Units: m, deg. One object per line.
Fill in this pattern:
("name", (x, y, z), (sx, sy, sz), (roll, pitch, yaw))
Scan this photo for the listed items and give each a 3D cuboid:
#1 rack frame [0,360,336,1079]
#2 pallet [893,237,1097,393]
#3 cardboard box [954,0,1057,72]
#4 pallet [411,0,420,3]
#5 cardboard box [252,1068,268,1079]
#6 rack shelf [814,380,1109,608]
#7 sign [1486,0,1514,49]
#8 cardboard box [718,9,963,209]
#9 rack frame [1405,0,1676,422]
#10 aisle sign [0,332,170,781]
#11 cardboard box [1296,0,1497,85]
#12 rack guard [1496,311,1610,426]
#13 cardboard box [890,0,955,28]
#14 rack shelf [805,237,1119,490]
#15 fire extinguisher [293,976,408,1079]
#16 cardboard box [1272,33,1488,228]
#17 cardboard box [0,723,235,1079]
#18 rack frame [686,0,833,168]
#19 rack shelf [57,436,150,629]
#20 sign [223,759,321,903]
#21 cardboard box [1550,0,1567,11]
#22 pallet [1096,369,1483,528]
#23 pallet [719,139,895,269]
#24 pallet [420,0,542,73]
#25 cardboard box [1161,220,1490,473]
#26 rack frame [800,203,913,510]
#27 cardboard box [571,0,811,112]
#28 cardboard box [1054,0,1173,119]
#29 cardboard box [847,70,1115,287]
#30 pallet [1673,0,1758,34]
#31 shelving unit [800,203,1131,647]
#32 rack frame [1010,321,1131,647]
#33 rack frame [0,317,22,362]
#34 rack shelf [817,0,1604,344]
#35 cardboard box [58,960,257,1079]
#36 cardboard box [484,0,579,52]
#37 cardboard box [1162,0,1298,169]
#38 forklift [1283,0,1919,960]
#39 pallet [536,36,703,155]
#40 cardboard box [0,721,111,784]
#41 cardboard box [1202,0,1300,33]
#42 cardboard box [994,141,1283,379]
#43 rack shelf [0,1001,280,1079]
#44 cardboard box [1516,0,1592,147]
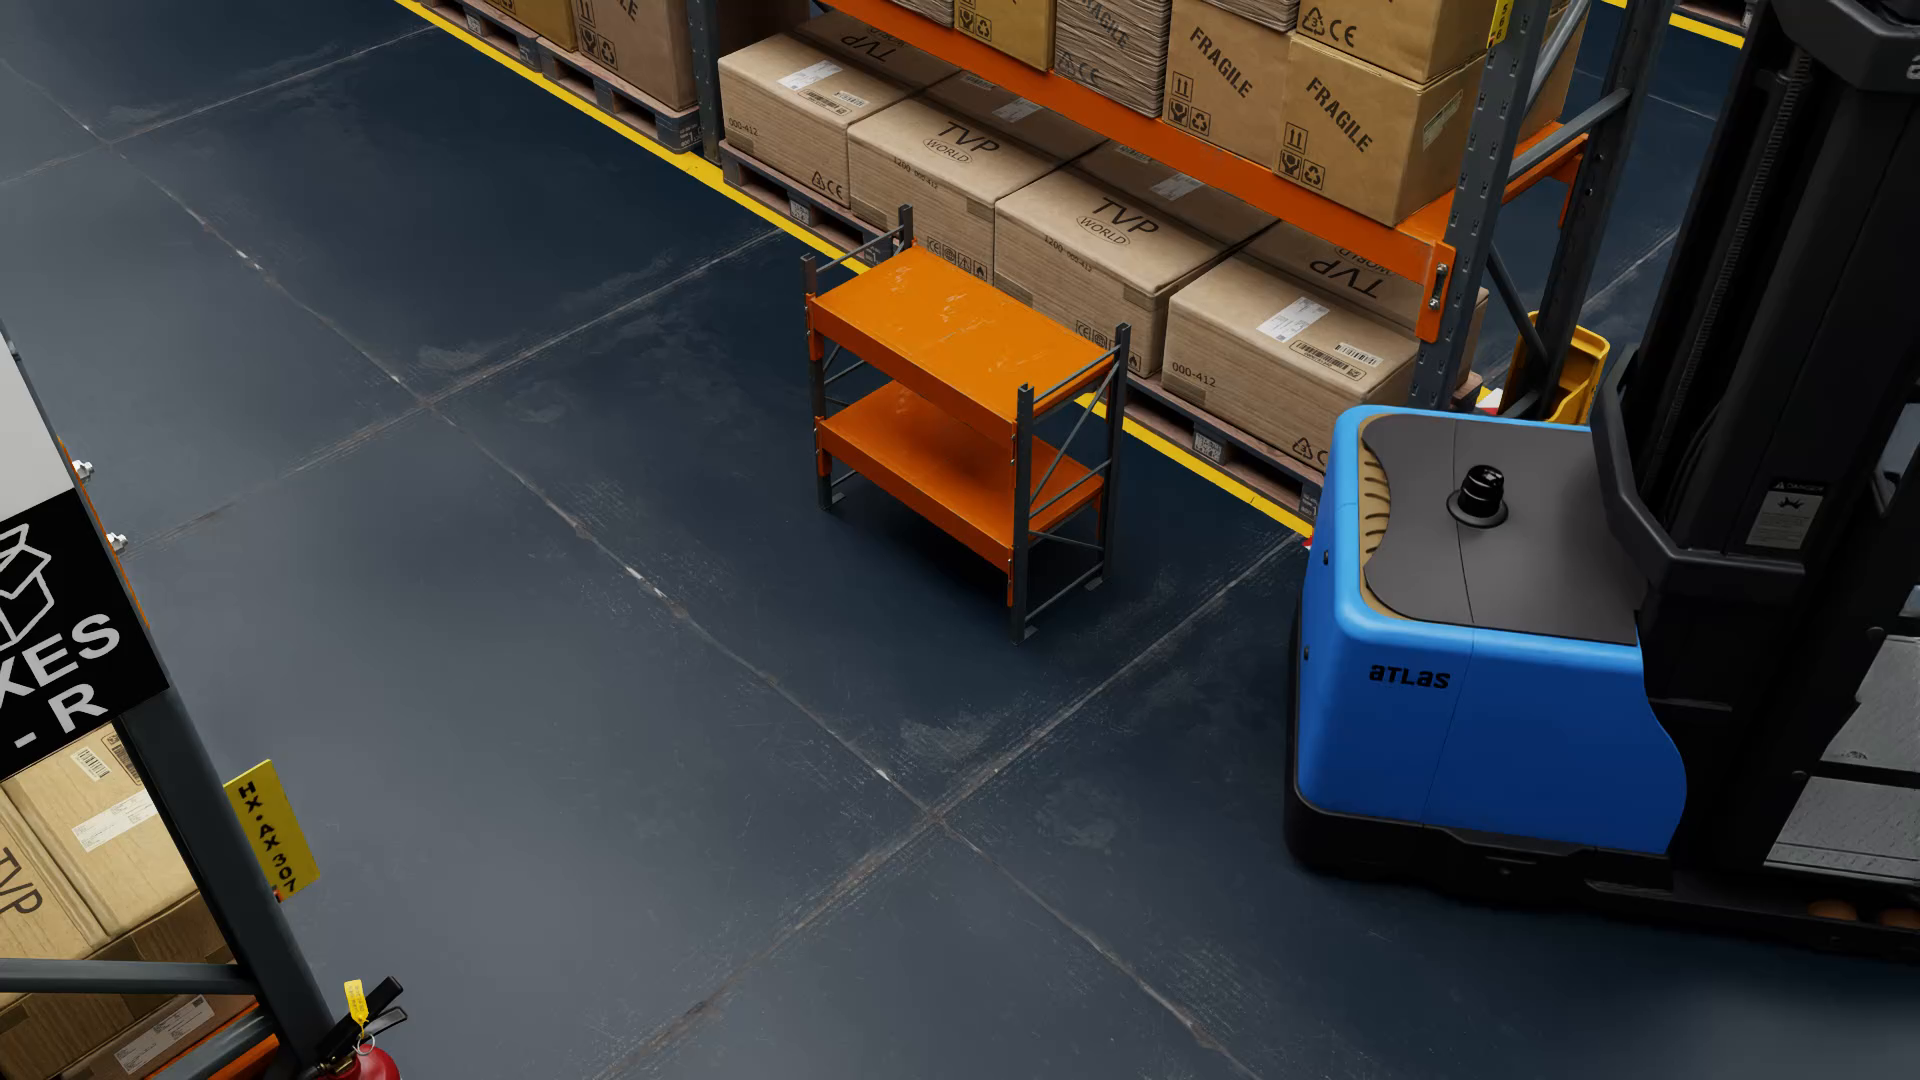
("rack frame", (-1.569, 1.086, 2.865), (1.000, 3.000, 0.127), (-34, 53, -31))
("pallet", (0.466, -1.204, 7.397), (1.003, 0.211, 1.213), (-34, 53, -31))
("cardboard box", (0.327, -2.169, 6.314), (0.500, 0.500, 0.500), (-33, 52, -30))
("pallet", (-3.203, -3.700, 10.098), (1.003, 0.211, 1.213), (-34, 53, -31))
("cardboard box", (-1.933, 1.509, 3.937), (0.637, 0.503, 0.797), (32, 52, 30))
("rack shelf", (0.005, -0.230, 6.031), (0.538, 0.278, 1.000), (-34, 53, -31))
("sign", (1.549, -1.554, 4.694), (0.100, 0.325, 0.005), (-34, 53, -31))
("cardboard box", (-0.514, -2.077, 7.866), (0.875, 0.438, 0.875), (33, 52, 31))
("rack frame", (1.943, -1.295, 5.441), (1.000, 3.000, 0.127), (-34, 53, -31))
("aisle sign", (-1.312, 0.023, 2.099), (0.394, 0.787, 0.004), (-34, 53, -31))
("cardboard box", (1.434, -1.816, 5.195), (0.500, 0.500, 0.500), (-32, 52, -30))
("rack guard", (1.960, -0.365, 6.277), (1.175, 0.500, 0.348), (-34, 53, -31))
("cardboard box", (-0.037, -2.417, 6.582), (0.500, 0.500, 0.500), (-34, 52, -31))
("rack shelf", (0.005, -0.625, 5.666), (0.538, 0.278, 1.000), (-34, 53, -31))
("fire extinguisher", (-1.137, 1.100, 3.181), (0.296, 0.674, 0.183), (-34, 53, -31))
("cardboard box", (1.415, -1.437, 5.521), (0.500, 0.500, 0.500), (-34, 52, -31))
("cardboard box", (-1.698, 0.685, 3.190), (0.500, 0.250, 0.500), (-34, 52, -31))
("rack frame", (-0.882, -3.217, 7.521), (1.000, 3.000, 0.127), (-34, 53, -31))
("rack shelf", (-2.981, -0.713, 3.131), (1.077, 0.370, 4.000), (-34, 53, -31))
("sign", (-1.185, 0.508, 2.852), (0.100, 0.325, 0.005), (-34, 53, -31))
("cardboard box", (1.806, -2.066, 5.465), (0.500, 0.500, 0.500), (33, 52, 31))
("pallet", (1.323, -0.617, 6.763), (1.003, 0.211, 1.213), (-34, 53, -31))
("pallet", (-0.400, -1.790, 8.031), (1.003, 0.211, 1.213), (-34, 53, -31))
("pallet", (-2.346, -3.114, 9.464), (1.003, 0.211, 1.213), (-34, 53, -31))
("cardboard box", (1.406, -0.777, 6.459), (0.875, 0.438, 0.875), (32, 52, 30))
("rack frame", (-0.354, -0.654, 6.129), (0.500, 1.125, 0.032), (-34, 53, -31))
("cardboard box", (-1.376, -2.850, 8.381), (0.875, 0.875, 0.875), (-32, 52, -30))
("cardboard box", (0.701, -1.927, 6.052), (0.500, 0.500, 0.500), (-33, 52, -30))
("cardboard box", (0.118, -1.647, 7.401), (0.875, 0.438, 0.875), (33, 52, 30))
("pallet", (4.774, -3.136, 9.488), (1.003, 0.211, 1.213), (-34, 53, -31))
("shelving unit", (0.005, -0.410, 5.865), (0.538, 1.125, 1.048), (-34, 53, -31))
("rack frame", (0.364, -0.166, 5.600), (0.500, 1.125, 0.032), (-34, 53, -31))
("rack frame", (-1.569, -1.117, 0.829), (1.000, 3.000, 0.127), (-34, 53, -31))
("rack shelf", (0.531, -1.992, 6.725), (1.077, 0.370, 4.000), (-34, 53, -31))
("cardboard box", (-1.606, 0.889, 3.263), (0.250, 0.149, 0.380), (34, 52, 31))
("cardboard box", (-2.020, -3.281, 8.846), (0.875, 0.875, 0.875), (-33, 52, -30))
("cardboard box", (1.071, -1.685, 5.789), (0.500, 0.500, 0.500), (33, 52, 31))
("forklift", (2.567, -0.228, 4.337), (3.031, 2.935, 1.130), (7, 43, 7))
("pallet", (-1.480, -2.527, 8.830), (1.003, 0.211, 1.213), (-34, 53, -31))
("cardboard box", (-2.054, 0.442, 3.452), (0.500, 0.250, 0.500), (-34, 52, -31))
("cardboard box", (1.044, -2.053, 5.452), (0.500, 0.500, 0.500), (-34, 52, -31))
("cardboard box", (0.754, -1.213, 6.931), (0.875, 0.438, 0.875), (-33, 52, -30))
("rack shelf", (-2.981, 0.389, 4.149), (1.077, 0.370, 4.000), (-34, 53, -31))
("cardboard box", (1.807, -1.700, 5.806), (0.500, 0.500, 0.500), (34, 52, 31))
